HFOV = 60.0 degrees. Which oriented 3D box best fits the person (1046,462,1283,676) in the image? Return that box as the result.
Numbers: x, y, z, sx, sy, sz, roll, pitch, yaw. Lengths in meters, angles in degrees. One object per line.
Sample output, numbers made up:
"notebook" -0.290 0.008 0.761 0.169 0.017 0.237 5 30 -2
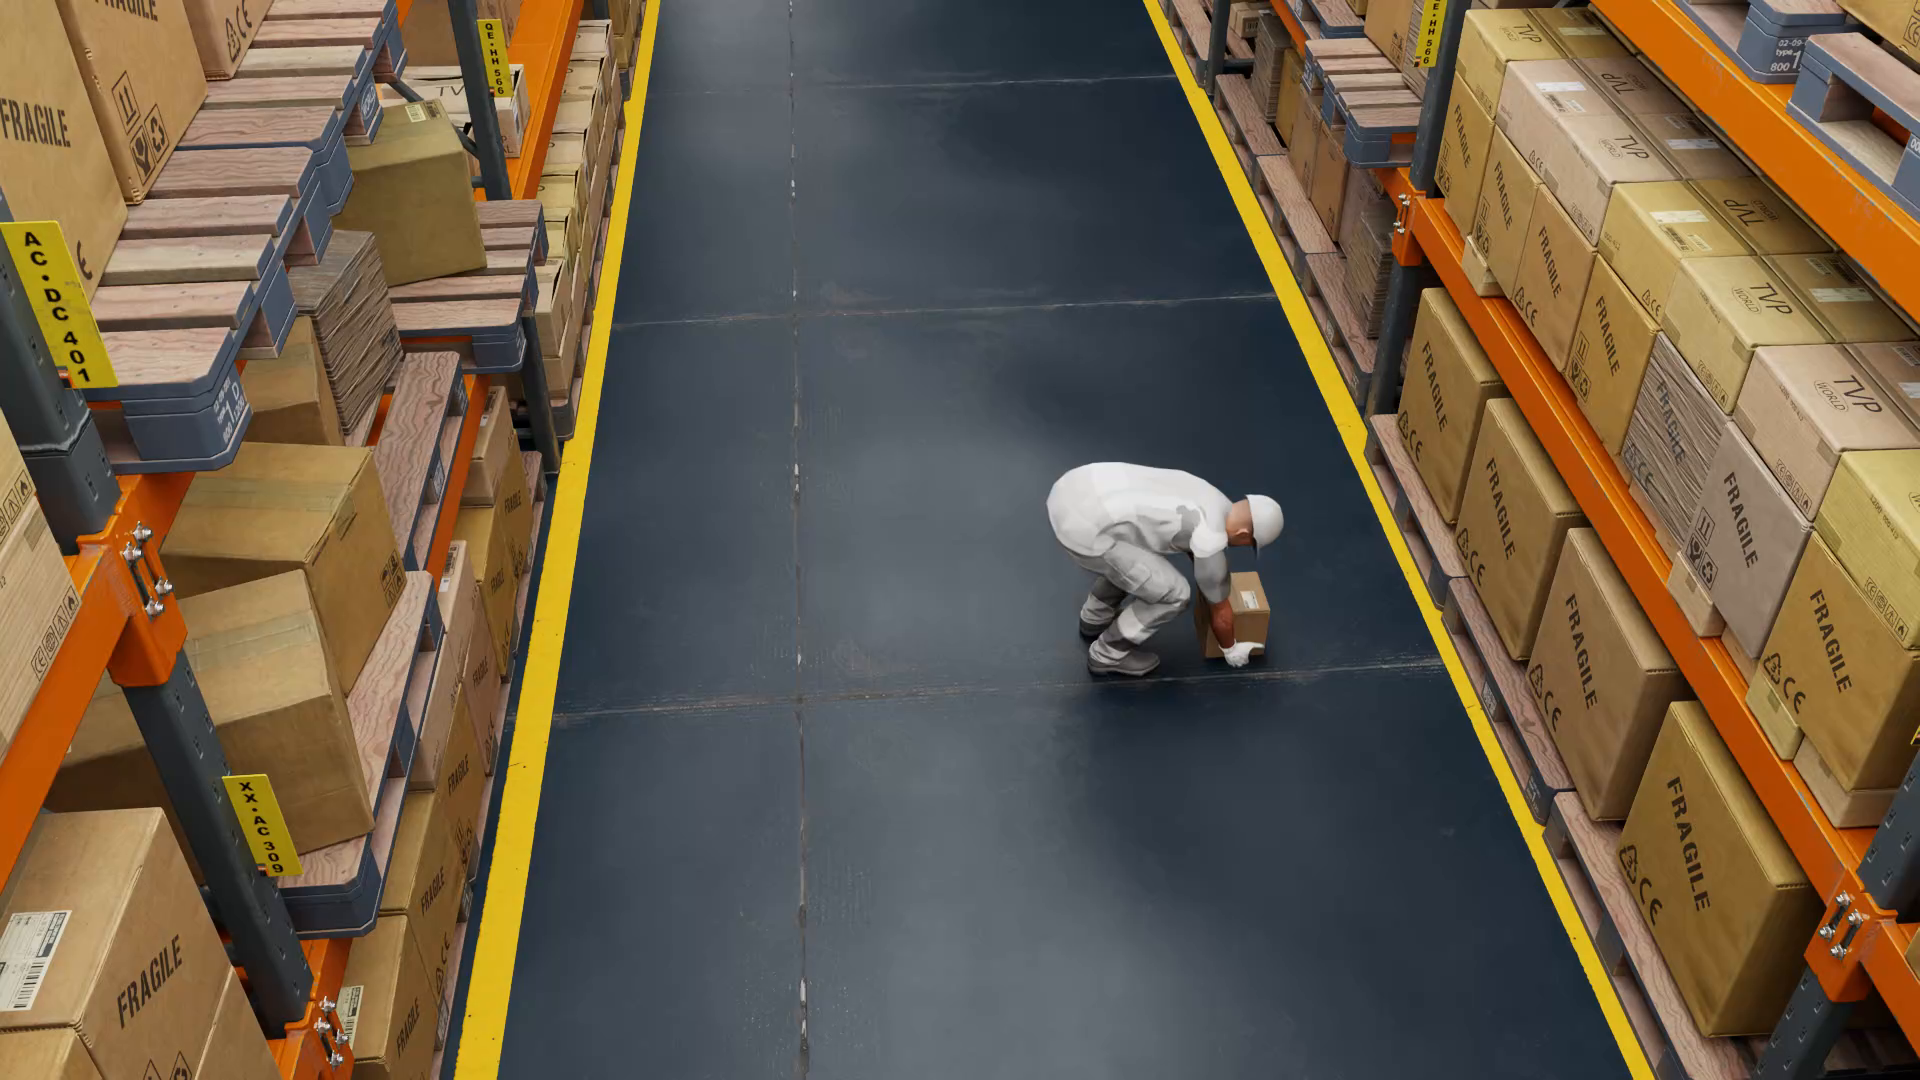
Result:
"person" 0.824 0.094 6.723 0.953 0.923 0.501 -5 39 -6
